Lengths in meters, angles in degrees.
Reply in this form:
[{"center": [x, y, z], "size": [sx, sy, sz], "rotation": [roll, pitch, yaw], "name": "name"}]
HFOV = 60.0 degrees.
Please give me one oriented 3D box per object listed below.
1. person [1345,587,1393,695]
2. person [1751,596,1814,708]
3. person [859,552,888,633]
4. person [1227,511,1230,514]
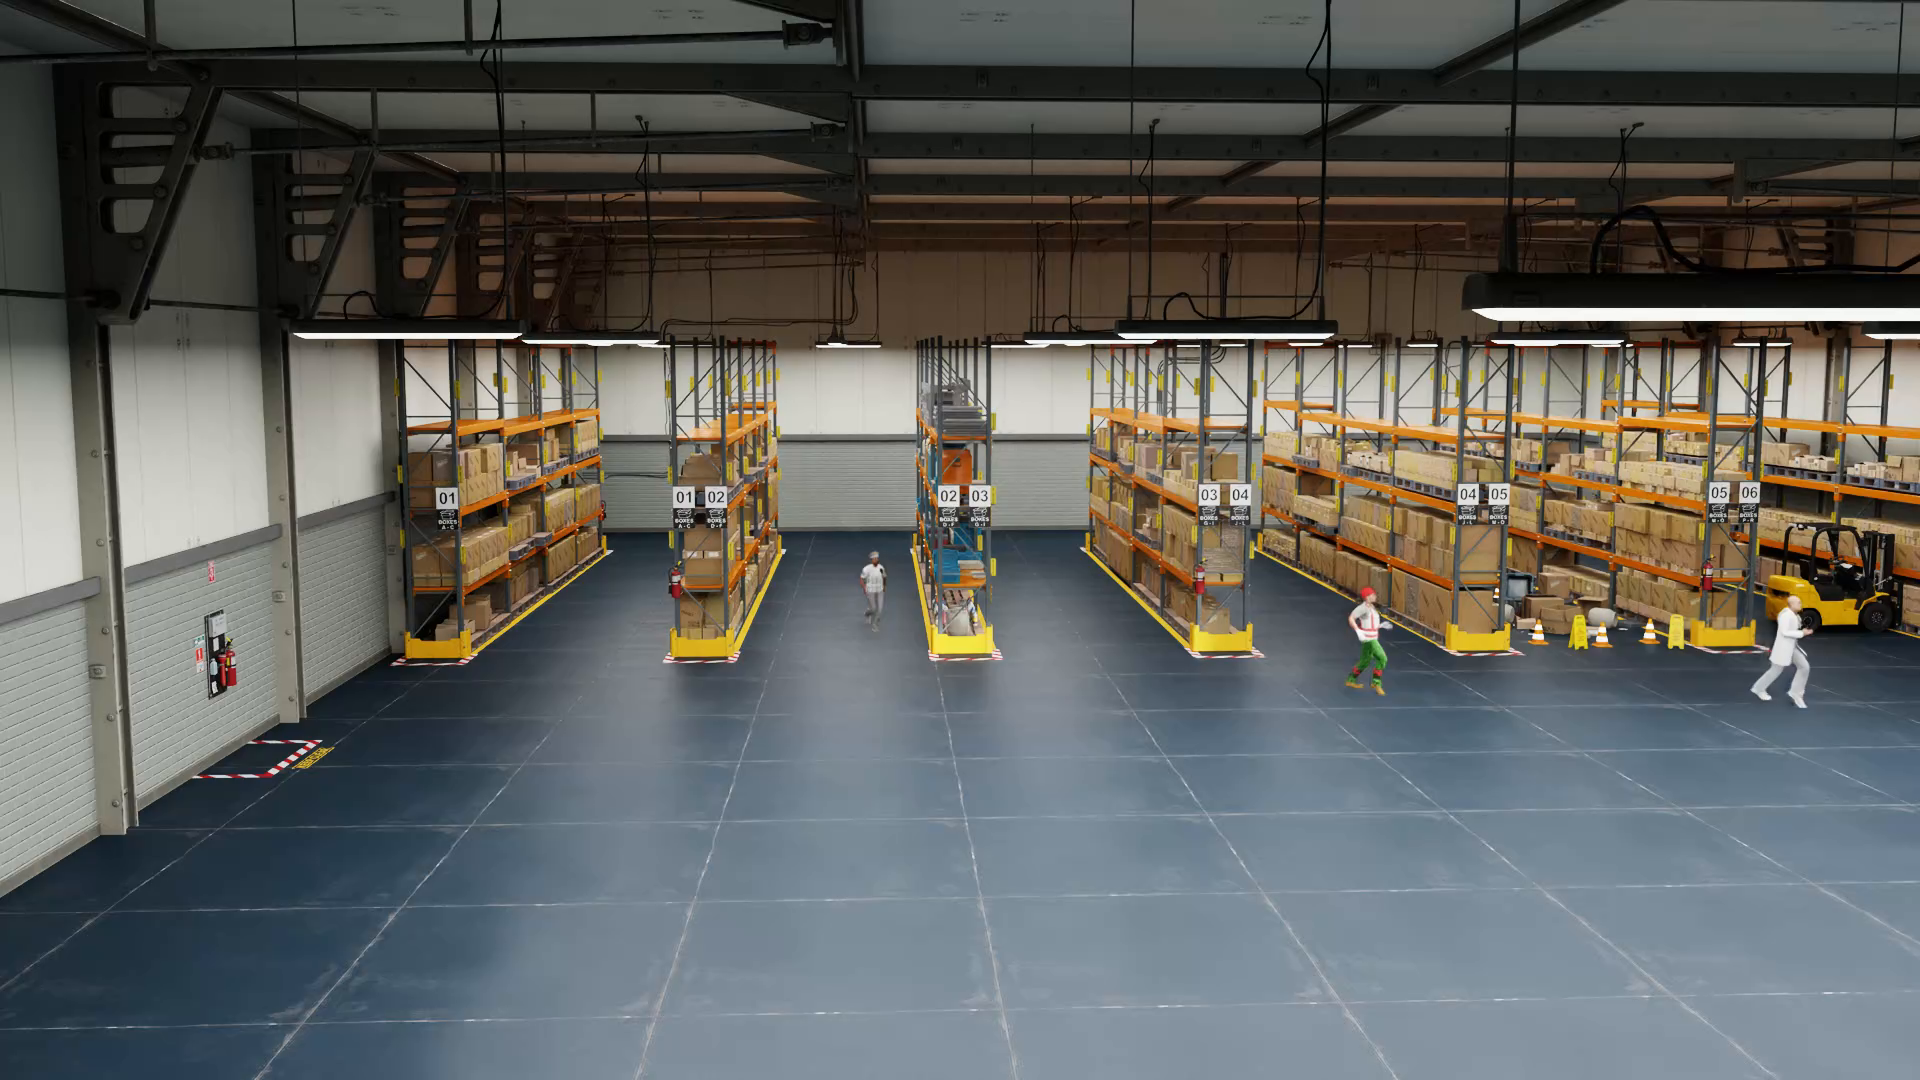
[{"center": [6.841, 1.693, 27.862], "size": [0.762, 1.807, 0.669], "rotation": [3, 7, 23], "name": "person"}, {"center": [13.343, 1.796, 26.957], "size": [0.746, 1.827, 0.934], "rotation": [-6, 9, -44], "name": "person"}, {"center": [-1.748, 1.055, 33.986], "size": [0.581, 1.661, 0.559], "rotation": [-2, 7, -21], "name": "person"}, {"center": [8.097, -0.591, 48.871], "size": [0.564, 1.600, 0.679], "rotation": [-4, 7, -30], "name": "person"}]
